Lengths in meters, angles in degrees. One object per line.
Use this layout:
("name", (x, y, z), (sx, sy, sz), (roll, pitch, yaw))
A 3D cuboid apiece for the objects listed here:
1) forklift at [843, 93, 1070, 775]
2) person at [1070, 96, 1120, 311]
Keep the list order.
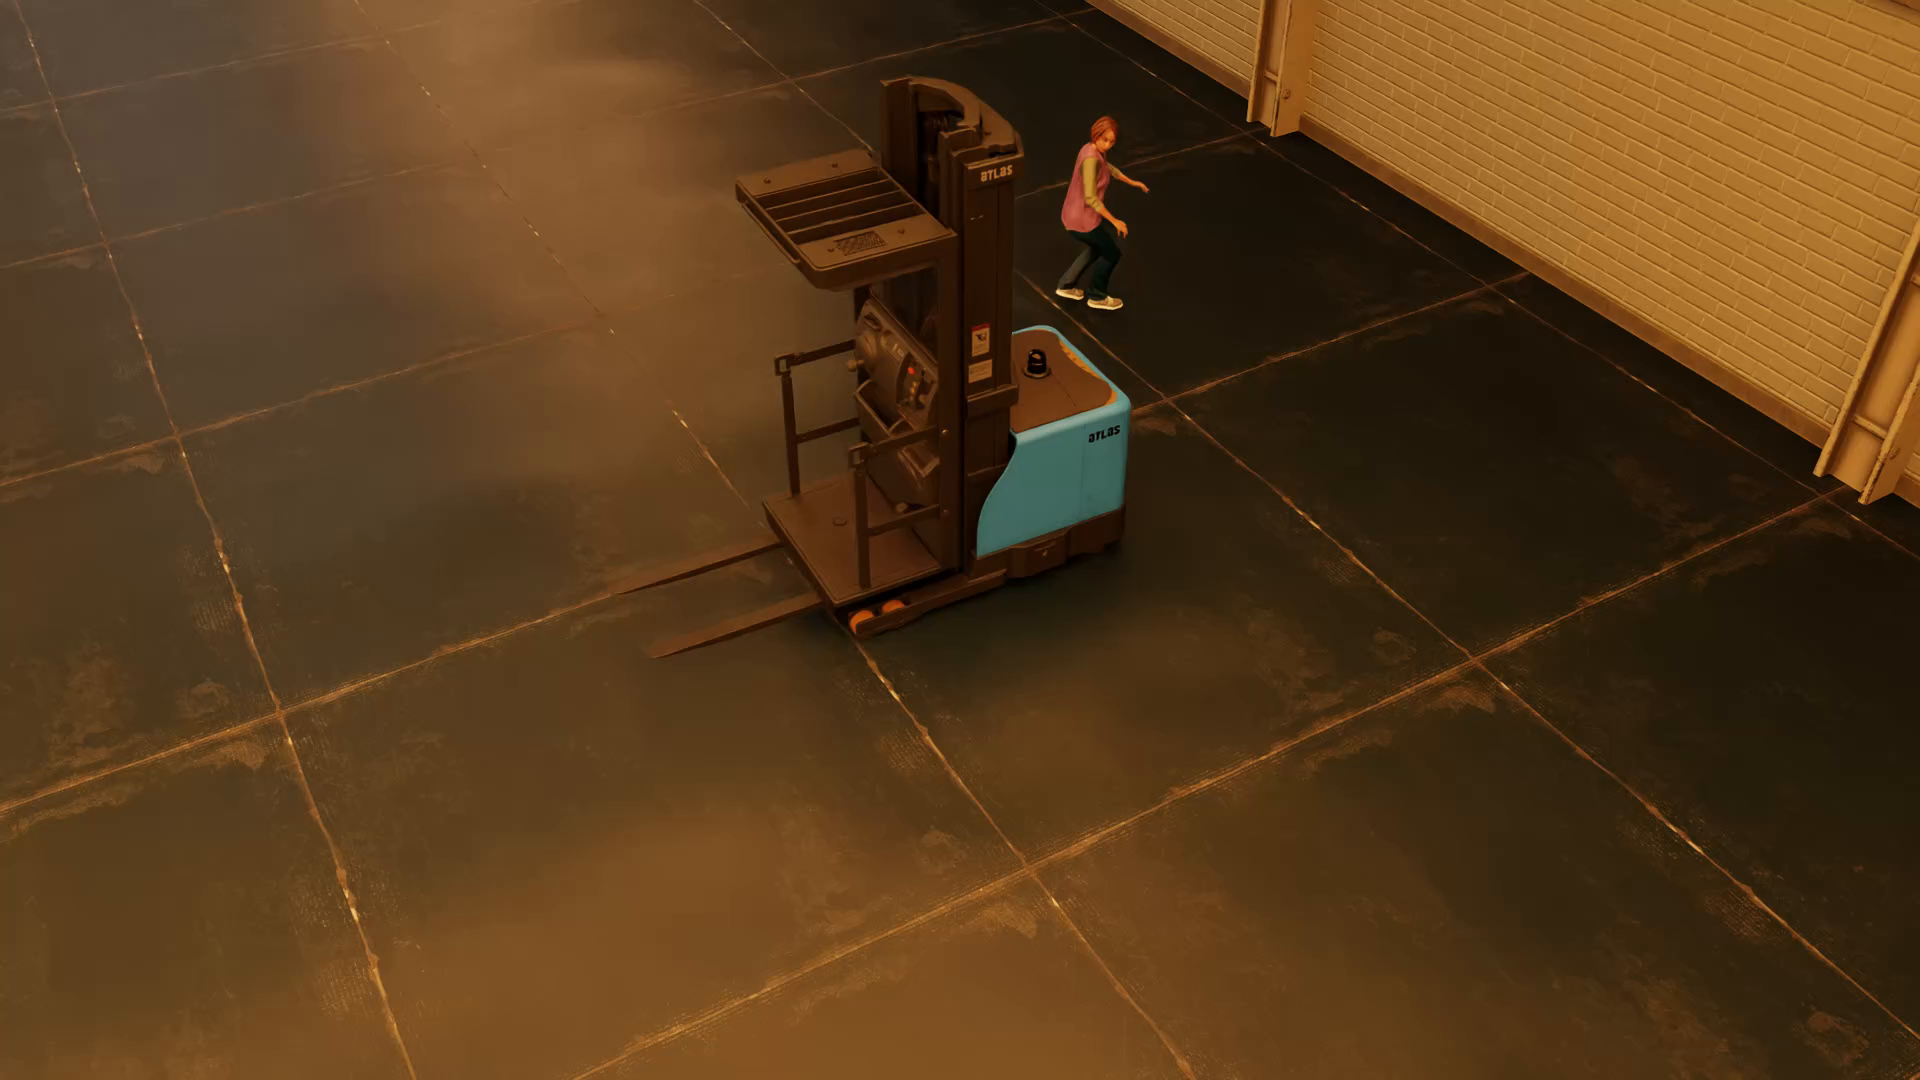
("forklift", (-0.003, -0.728, 8.913), (1.130, 2.935, 3.031), (1, 40, 2))
("person", (1.003, -2.435, 12.024), (0.417, 1.592, 0.579), (6, 40, 7))
